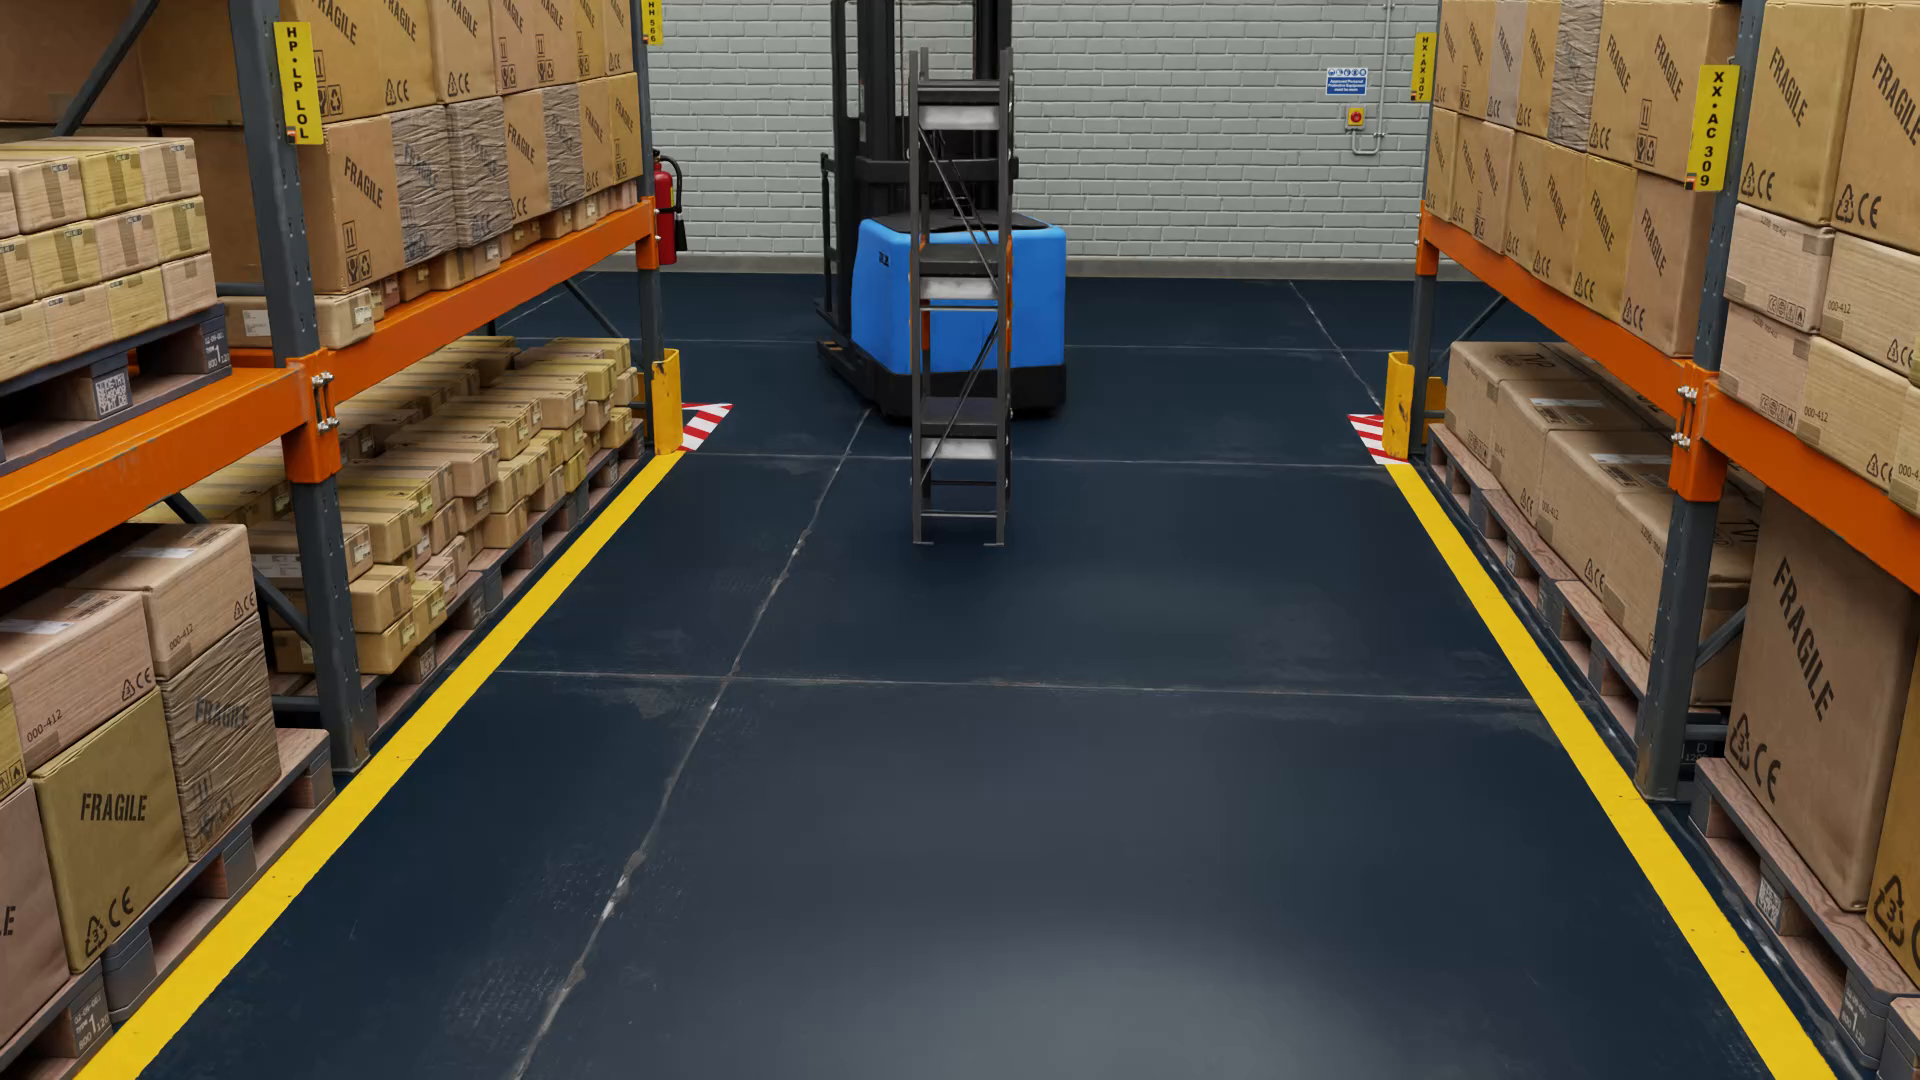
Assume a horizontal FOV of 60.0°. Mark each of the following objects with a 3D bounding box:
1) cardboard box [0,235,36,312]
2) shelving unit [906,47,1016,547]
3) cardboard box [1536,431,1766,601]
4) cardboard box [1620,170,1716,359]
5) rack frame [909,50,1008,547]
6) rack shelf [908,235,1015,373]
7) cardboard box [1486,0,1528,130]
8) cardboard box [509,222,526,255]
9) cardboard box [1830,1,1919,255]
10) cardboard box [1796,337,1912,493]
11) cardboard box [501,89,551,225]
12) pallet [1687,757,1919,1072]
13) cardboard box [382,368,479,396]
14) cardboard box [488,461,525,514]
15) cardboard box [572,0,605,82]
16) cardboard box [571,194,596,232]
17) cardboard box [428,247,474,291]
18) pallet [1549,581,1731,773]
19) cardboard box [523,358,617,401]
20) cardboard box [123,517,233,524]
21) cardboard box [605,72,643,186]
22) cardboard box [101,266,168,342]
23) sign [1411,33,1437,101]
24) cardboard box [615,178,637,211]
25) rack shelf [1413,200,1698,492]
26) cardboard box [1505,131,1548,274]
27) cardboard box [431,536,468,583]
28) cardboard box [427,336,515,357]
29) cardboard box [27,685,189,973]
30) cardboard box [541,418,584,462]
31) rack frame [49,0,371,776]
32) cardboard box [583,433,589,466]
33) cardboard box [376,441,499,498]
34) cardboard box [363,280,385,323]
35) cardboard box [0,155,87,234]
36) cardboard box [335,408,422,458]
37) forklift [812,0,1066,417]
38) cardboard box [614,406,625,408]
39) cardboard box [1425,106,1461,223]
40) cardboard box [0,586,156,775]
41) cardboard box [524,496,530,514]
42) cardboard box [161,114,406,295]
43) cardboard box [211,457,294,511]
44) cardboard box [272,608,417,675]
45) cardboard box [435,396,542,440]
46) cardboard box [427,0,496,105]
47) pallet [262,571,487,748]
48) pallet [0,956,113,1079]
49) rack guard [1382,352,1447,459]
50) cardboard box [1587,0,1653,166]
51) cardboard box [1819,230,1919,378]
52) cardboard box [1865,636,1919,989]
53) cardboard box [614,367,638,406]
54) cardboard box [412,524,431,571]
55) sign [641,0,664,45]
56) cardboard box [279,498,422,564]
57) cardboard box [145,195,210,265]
[{"bbox_3d":[-2.264,-0.570,3.597,0.380,0.149,0.250,1,18,2],"label":"cardboard box"},{"bbox_3d":[0.012,-1.049,7.253,0.431,2.100,0.503,1,18,4],"label":"shelving unit"},{"bbox_3d":[2.782,-0.094,6.333,0.875,0.438,0.875,1,18,2],"label":"cardboard box"},{"bbox_3d":[2.344,-0.838,5.004,0.500,0.500,0.500,1,18,4],"label":"cardboard box"},{"bbox_3d":[-0.006,-0.973,7.022,0.400,2.100,0.015,1,18,4],"label":"rack frame"},{"bbox_3d":[0.012,-1.036,7.257,0.431,0.518,0.480,1,18,4],"label":"rack shelf"},{"bbox_3d":[2.475,-1.943,6.768,0.500,0.500,0.500,1,18,3],"label":"cardboard box"},{"bbox_3d":[-2.016,-1.255,6.839,0.380,0.149,0.250,2,18,5],"label":"cardboard box"},{"bbox_3d":[2.239,-0.875,3.510,0.500,0.500,0.500,1,18,4],"label":"cardboard box"},{"bbox_3d":[2.236,-0.278,3.696,0.500,0.250,0.500,1,18,3],"label":"cardboard box"},{"bbox_3d":[-1.982,-1.534,6.649,0.500,0.500,0.500,2,18,7],"label":"cardboard box"},{"bbox_3d":[2.586,0.925,4.260,1.003,0.211,1.213,1,18,4],"label":"pallet"},{"bbox_3d":[-2.449,-0.692,7.667,0.380,0.149,0.250,0,18,1],"label":"cardboard box"},{"bbox_3d":[-1.976,-0.215,6.687,0.380,0.149,0.250,1,18,3],"label":"cardboard box"},{"bbox_3d":[-1.913,-2.322,7.447,0.500,0.500,0.500,1,18,2],"label":"cardboard box"},{"bbox_3d":[-1.886,-1.501,7.591,0.380,0.149,0.250,2,18,5],"label":"cardboard box"},{"bbox_3d":[-2.012,-1.009,6.087,0.380,0.149,0.250,2,18,5],"label":"cardboard box"},{"bbox_3d":[2.699,0.450,5.712,1.003,0.211,1.213,1,18,4],"label":"pallet"},{"bbox_3d":[-1.844,-0.760,7.874,0.380,0.149,0.250,1,18,3],"label":"cardboard box"},{"bbox_3d":[-2.613,0.036,5.445,0.380,0.149,0.250,2,18,5],"label":"cardboard box"},{"bbox_3d":[-1.867,-2.006,8.090,0.500,0.500,0.500,2,18,5],"label":"cardboard box"},{"bbox_3d":[-2.227,-0.592,4.141,0.380,0.149,0.250,1,18,4],"label":"cardboard box"},{"bbox_3d":[2.300,-2.347,8.250,0.100,0.325,0.005,1,18,4],"label":"sign"},{"bbox_3d":[-1.833,-1.736,8.306,0.380,0.149,0.250,1,18,4],"label":"cardboard box"},{"bbox_3d":[2.709,-0.920,6.570,1.077,0.370,4.000,1,18,4],"label":"rack shelf"},{"bbox_3d":[2.450,-1.317,6.465,0.500,0.500,0.500,2,18,6],"label":"cardboard box"},{"bbox_3d":[-2.078,0.088,6.241,0.380,0.149,0.250,1,18,3],"label":"cardboard box"},{"bbox_3d":[-2.468,-0.935,8.408,0.380,0.149,0.250,0,18,1],"label":"cardboard box"},{"bbox_3d":[-2.217,0.663,3.923,0.500,0.500,0.500,1,18,3],"label":"cardboard box"},{"bbox_3d":[-1.905,-0.456,7.423,0.380,0.149,0.250,2,18,5],"label":"cardboard box"},{"bbox_3d":[-2.378,-0.720,4.804,1.000,3.000,0.127,1,18,4],"label":"rack frame"},{"bbox_3d":[-1.948,-0.400,7.731,0.380,0.149,0.250,1,18,4],"label":"cardboard box"},{"bbox_3d":[-2.004,-0.273,6.387,0.380,0.149,0.250,2,18,5],"label":"cardboard box"},{"bbox_3d":[-2.087,-0.763,5.339,0.380,0.149,0.250,2,18,6],"label":"cardboard box"},{"bbox_3d":[-2.251,-0.790,3.792,0.380,0.149,0.250,1,18,2],"label":"cardboard box"},{"bbox_3d":[-2.465,-0.446,6.914,0.380,0.149,0.250,1,18,4],"label":"cardboard box"},{"bbox_3d":[-0.304,-2.503,10.353,1.130,2.935,3.031,-5,19,-16],"label":"forklift"},{"bbox_3d":[-1.921,-0.639,8.461,0.380,0.149,0.250,2,18,5],"label":"cardboard box"},{"bbox_3d":[2.532,-1.788,7.903,0.500,0.500,0.500,1,18,3],"label":"cardboard box"},{"bbox_3d":[-2.230,0.308,3.802,0.500,0.250,0.500,2,18,7],"label":"cardboard box"},{"bbox_3d":[-2.037,-0.158,6.992,0.380,0.149,0.250,2,18,5],"label":"cardboard box"},{"bbox_3d":[-2.092,-1.057,5.194,0.500,0.500,0.500,1,18,3],"label":"cardboard box"},{"bbox_3d":[-2.527,-0.201,6.167,0.380,0.149,0.250,2,18,6],"label":"cardboard box"},{"bbox_3d":[-2.032,0.329,5.506,0.380,0.149,0.250,0,18,2],"label":"cardboard box"},{"bbox_3d":[-2.019,-0.517,7.132,0.380,0.149,0.250,1,18,2],"label":"cardboard box"},{"bbox_3d":[-2.014,-1.836,5.965,0.500,0.500,0.500,2,18,5],"label":"cardboard box"},{"bbox_3d":[-2.366,0.395,5.877,1.003,0.211,1.213,1,18,4],"label":"pallet"},{"bbox_3d":[-2.518,1.227,3.341,1.003,0.211,1.213,1,18,4],"label":"pallet"},{"bbox_3d":[2.855,-0.703,8.766,1.175,0.500,0.348,1,18,4],"label":"rack guard"},{"bbox_3d":[2.369,-1.474,5.338,0.500,0.500,0.500,1,18,3],"label":"cardboard box"},{"bbox_3d":[2.244,-0.515,3.614,0.500,0.250,0.500,2,18,5],"label":"cardboard box"},{"bbox_3d":[2.544,0.644,3.378,0.875,0.875,0.875,2,18,6],"label":"cardboard box"},{"bbox_3d":[-1.845,-0.778,8.408,0.380,0.149,0.250,1,18,2],"label":"cardboard box"},{"bbox_3d":[-2.123,0.031,5.937,0.380,0.149,0.250,1,18,4],"label":"cardboard box"},{"bbox_3d":[-1.540,-2.644,8.309,0.100,0.325,0.005,1,18,4],"label":"sign"},{"bbox_3d":[-2.068,-0.034,5.659,0.380,0.149,0.250,2,18,7],"label":"cardboard box"},{"bbox_3d":[-2.210,-0.814,4.341,0.380,0.149,0.250,2,18,6],"label":"cardboard box"}]
